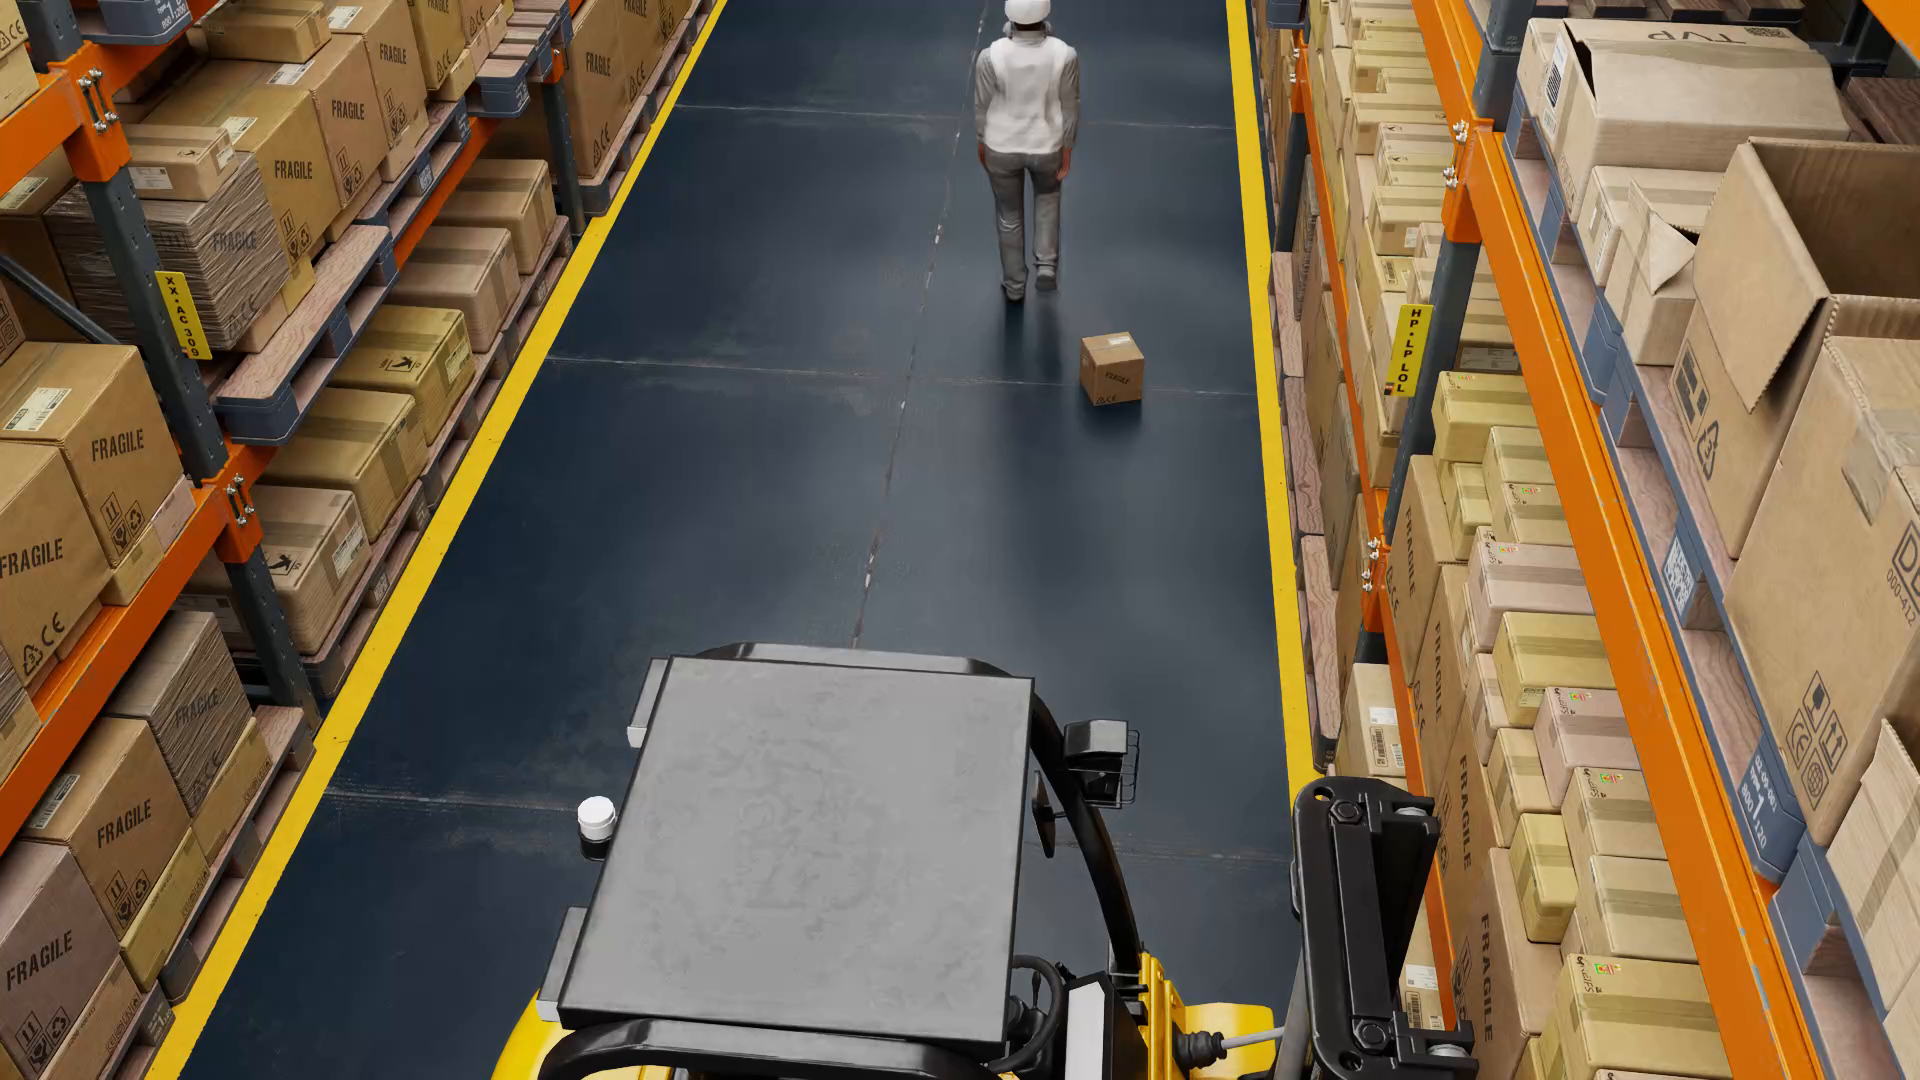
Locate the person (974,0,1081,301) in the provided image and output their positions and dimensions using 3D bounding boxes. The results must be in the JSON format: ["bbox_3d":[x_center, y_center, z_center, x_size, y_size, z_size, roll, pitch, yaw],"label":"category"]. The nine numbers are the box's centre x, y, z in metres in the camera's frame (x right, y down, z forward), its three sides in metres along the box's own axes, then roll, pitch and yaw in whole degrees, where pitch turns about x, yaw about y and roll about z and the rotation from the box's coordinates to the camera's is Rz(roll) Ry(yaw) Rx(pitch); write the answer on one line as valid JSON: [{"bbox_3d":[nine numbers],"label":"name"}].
[{"bbox_3d":[0.331,-2.063,8.587,0.533,1.773,0.456,-3,40,-3],"label":"person"}]
